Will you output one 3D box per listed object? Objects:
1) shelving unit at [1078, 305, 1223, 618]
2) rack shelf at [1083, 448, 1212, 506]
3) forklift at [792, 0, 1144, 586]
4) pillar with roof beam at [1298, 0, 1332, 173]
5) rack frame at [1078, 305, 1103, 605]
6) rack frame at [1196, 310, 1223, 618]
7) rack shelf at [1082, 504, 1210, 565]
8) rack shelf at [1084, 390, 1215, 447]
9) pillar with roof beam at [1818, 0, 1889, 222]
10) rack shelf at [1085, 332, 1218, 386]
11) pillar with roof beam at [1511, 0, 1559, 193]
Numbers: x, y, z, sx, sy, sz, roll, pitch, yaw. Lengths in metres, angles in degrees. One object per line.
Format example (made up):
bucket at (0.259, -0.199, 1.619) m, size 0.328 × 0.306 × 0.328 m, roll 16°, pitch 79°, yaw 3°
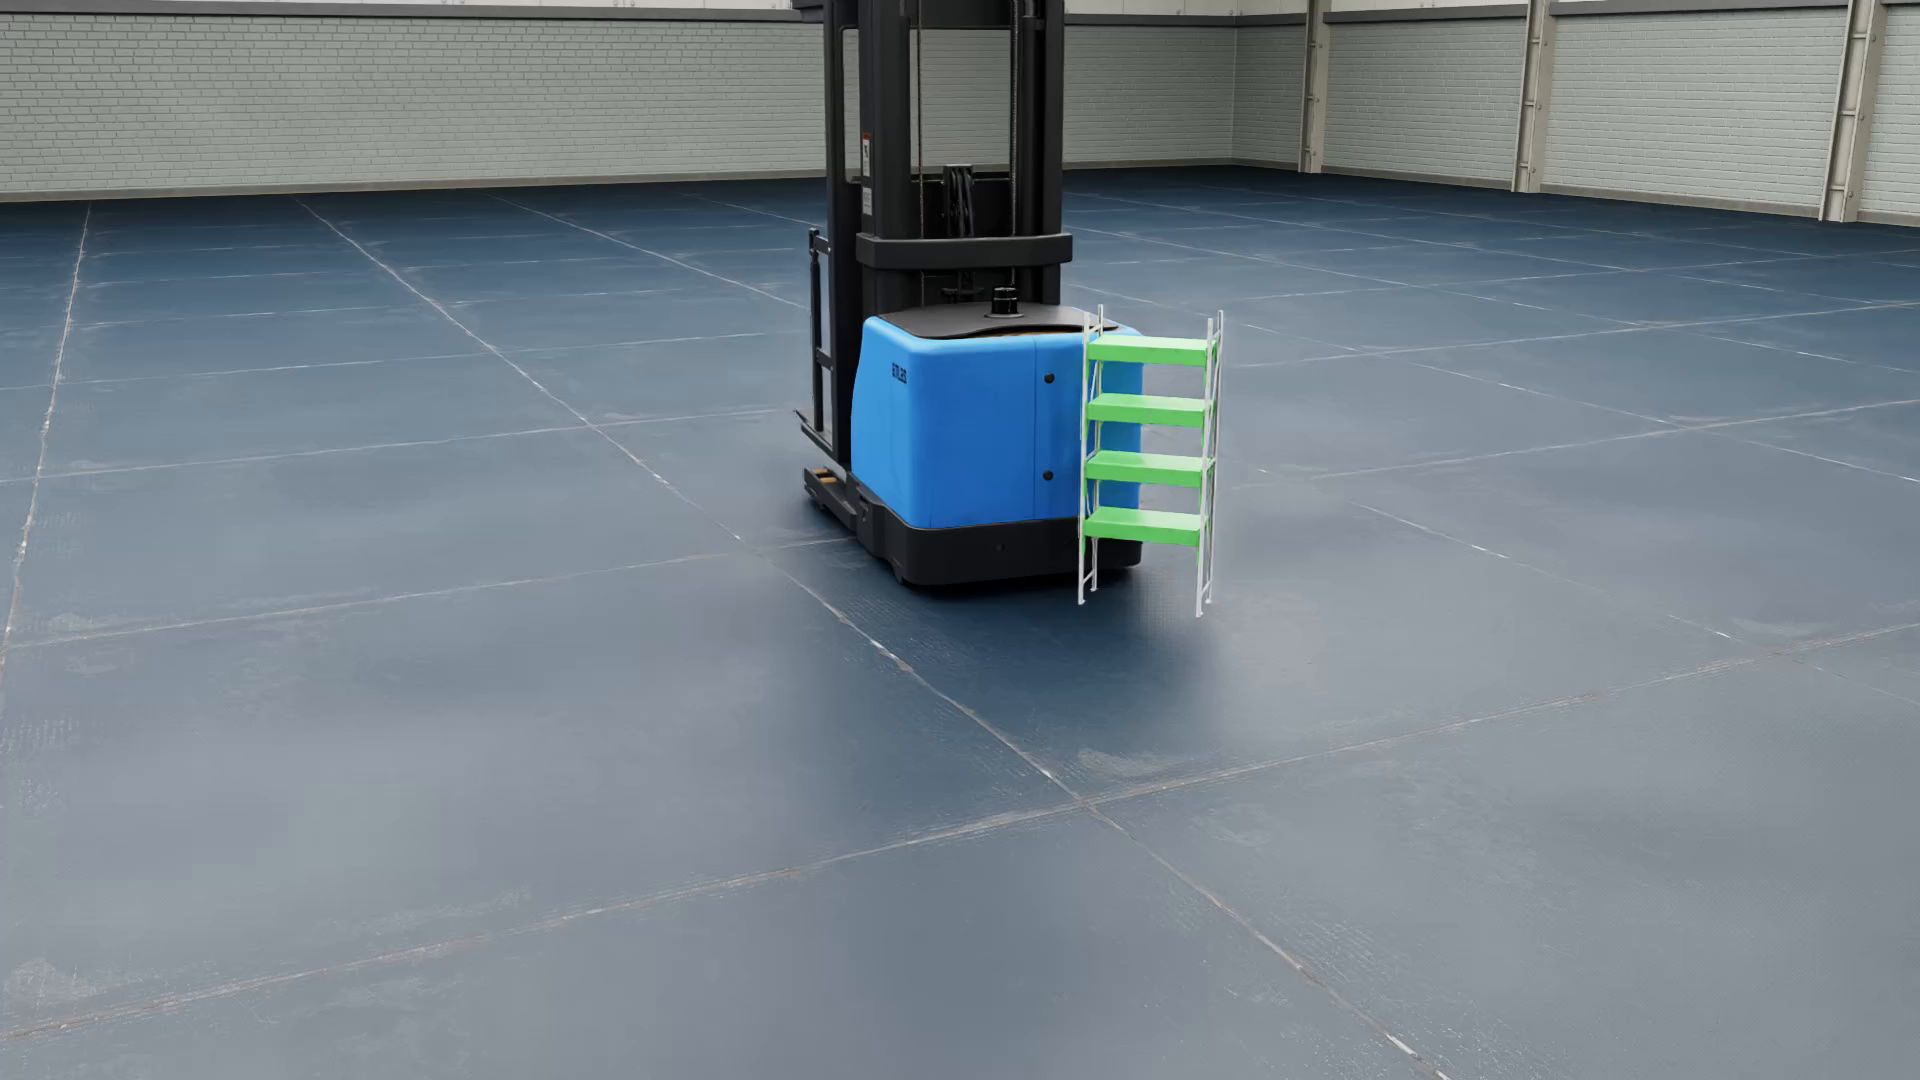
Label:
shelving unit at (0.761, -0.319, 6.687) m, size 0.503 × 1.200 × 0.258 m, roll 5°, pitch 17°, yaw 18°
rack shelf at (0.761, -0.257, 6.704) m, size 0.480 × 0.148 × 0.258 m, roll 5°, pitch 17°, yaw 18°
forklift at (-0.156, -1.586, 7.964) m, size 1.130 × 2.935 × 3.031 m, roll -5°, pitch 17°, yaw -17°
pillar with roof beam at (3.244, -11.281, 30.749) m, size 9.100 × 9.000 × 0.400 m, roll -8°, pitch 18°, yaw -25°
rack frame at (0.531, -0.341, 6.763) m, size 0.015 × 1.200 × 0.240 m, roll 5°, pitch 17°, yaw 18°
rack frame at (0.992, -0.297, 6.610) m, size 0.015 × 1.200 × 0.240 m, roll 5°, pitch 17°, yaw 18°
rack shelf at (0.761, -0.027, 6.770) m, size 0.480 × 0.148 × 0.258 m, roll 5°, pitch 17°, yaw 18°
rack shelf at (0.761, -0.488, 6.638) m, size 0.480 × 0.148 × 0.258 m, roll 5°, pitch 17°, yaw 18°
pillar with roof beam at (8.501, -8.306, 20.380) m, size 9.100 × 9.000 × 0.400 m, roll -8°, pitch 18°, yaw -25°
rack shelf at (0.761, -0.719, 6.572) m, size 0.480 × 0.148 × 0.258 m, roll 5°, pitch 17°, yaw 18°
pillar with roof beam at (5.872, -9.794, 25.565) m, size 9.100 × 9.000 × 0.400 m, roll -8°, pitch 18°, yaw -25°
